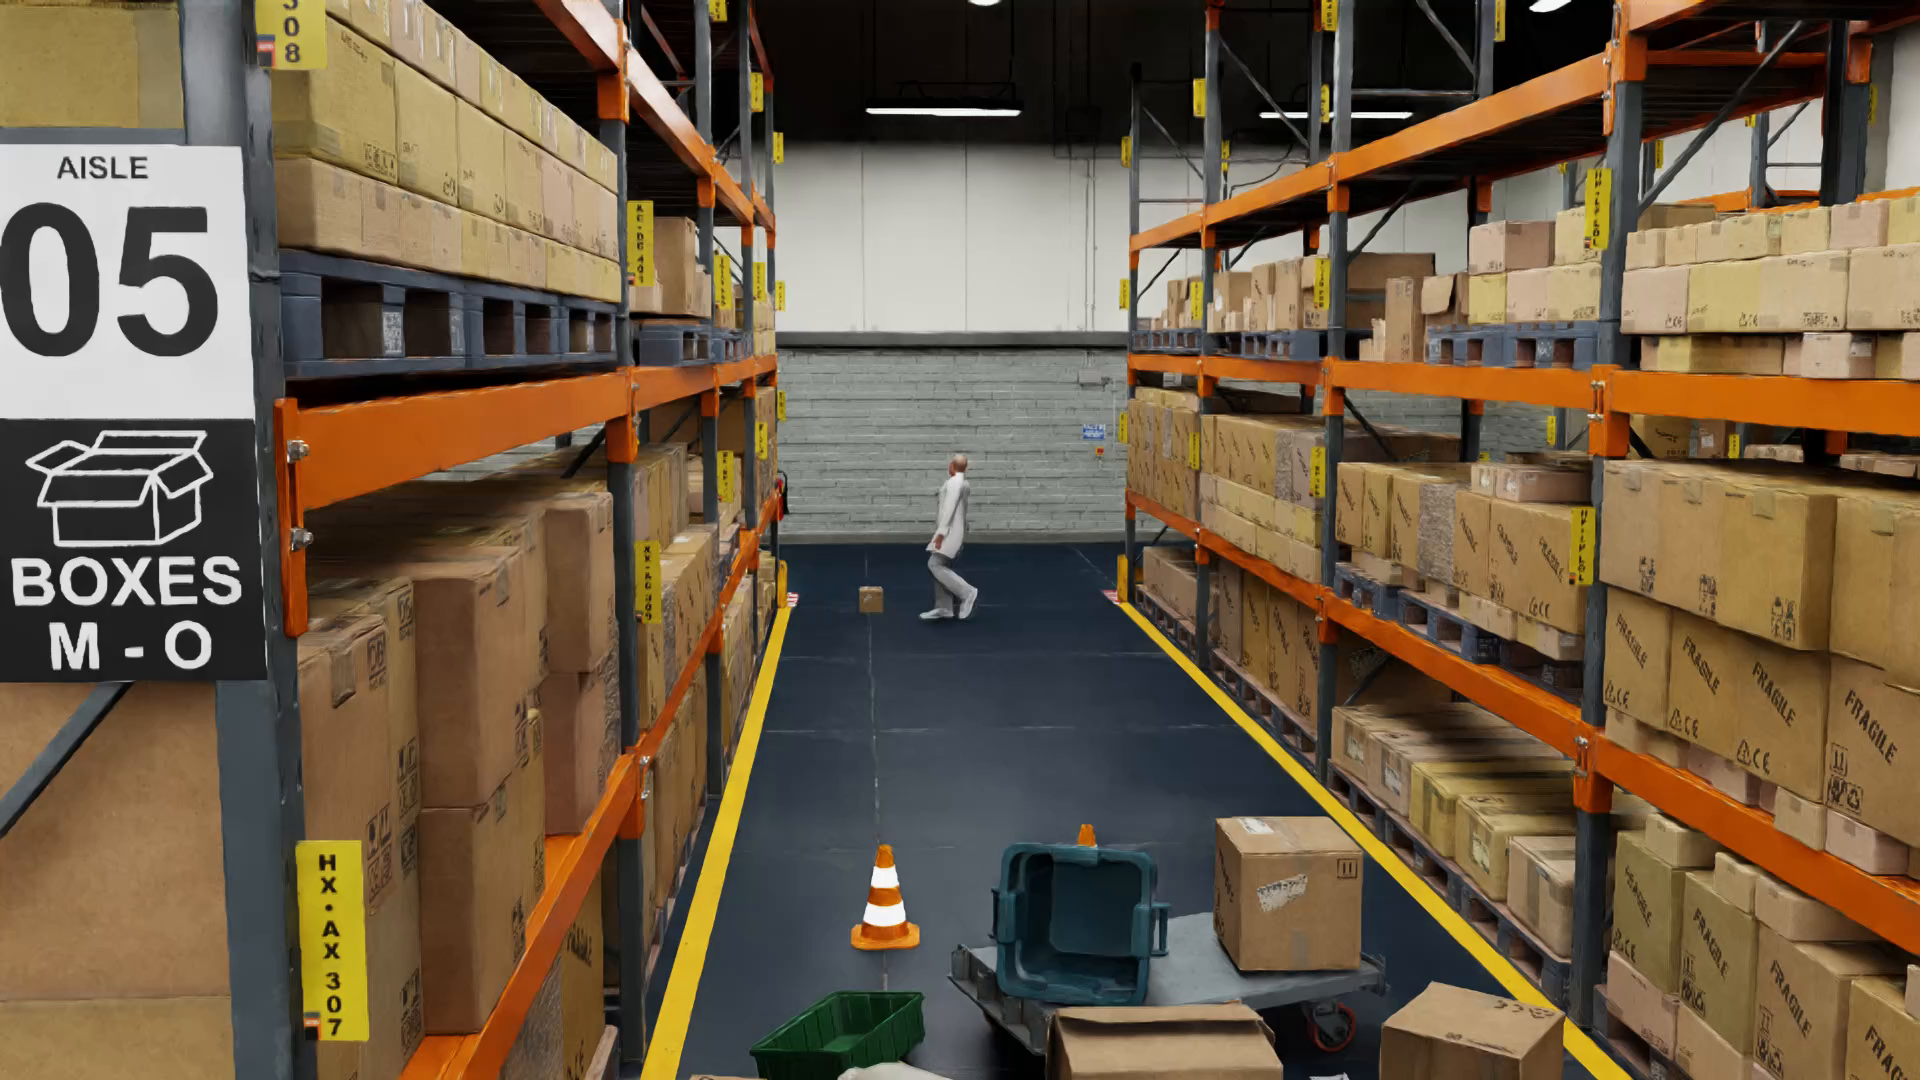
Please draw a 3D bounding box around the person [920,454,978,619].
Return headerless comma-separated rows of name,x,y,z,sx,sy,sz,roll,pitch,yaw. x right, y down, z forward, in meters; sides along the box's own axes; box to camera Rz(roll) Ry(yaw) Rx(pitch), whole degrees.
person,-5.624,0.707,11.442,10.683,1.756,14.178,0,7,4
